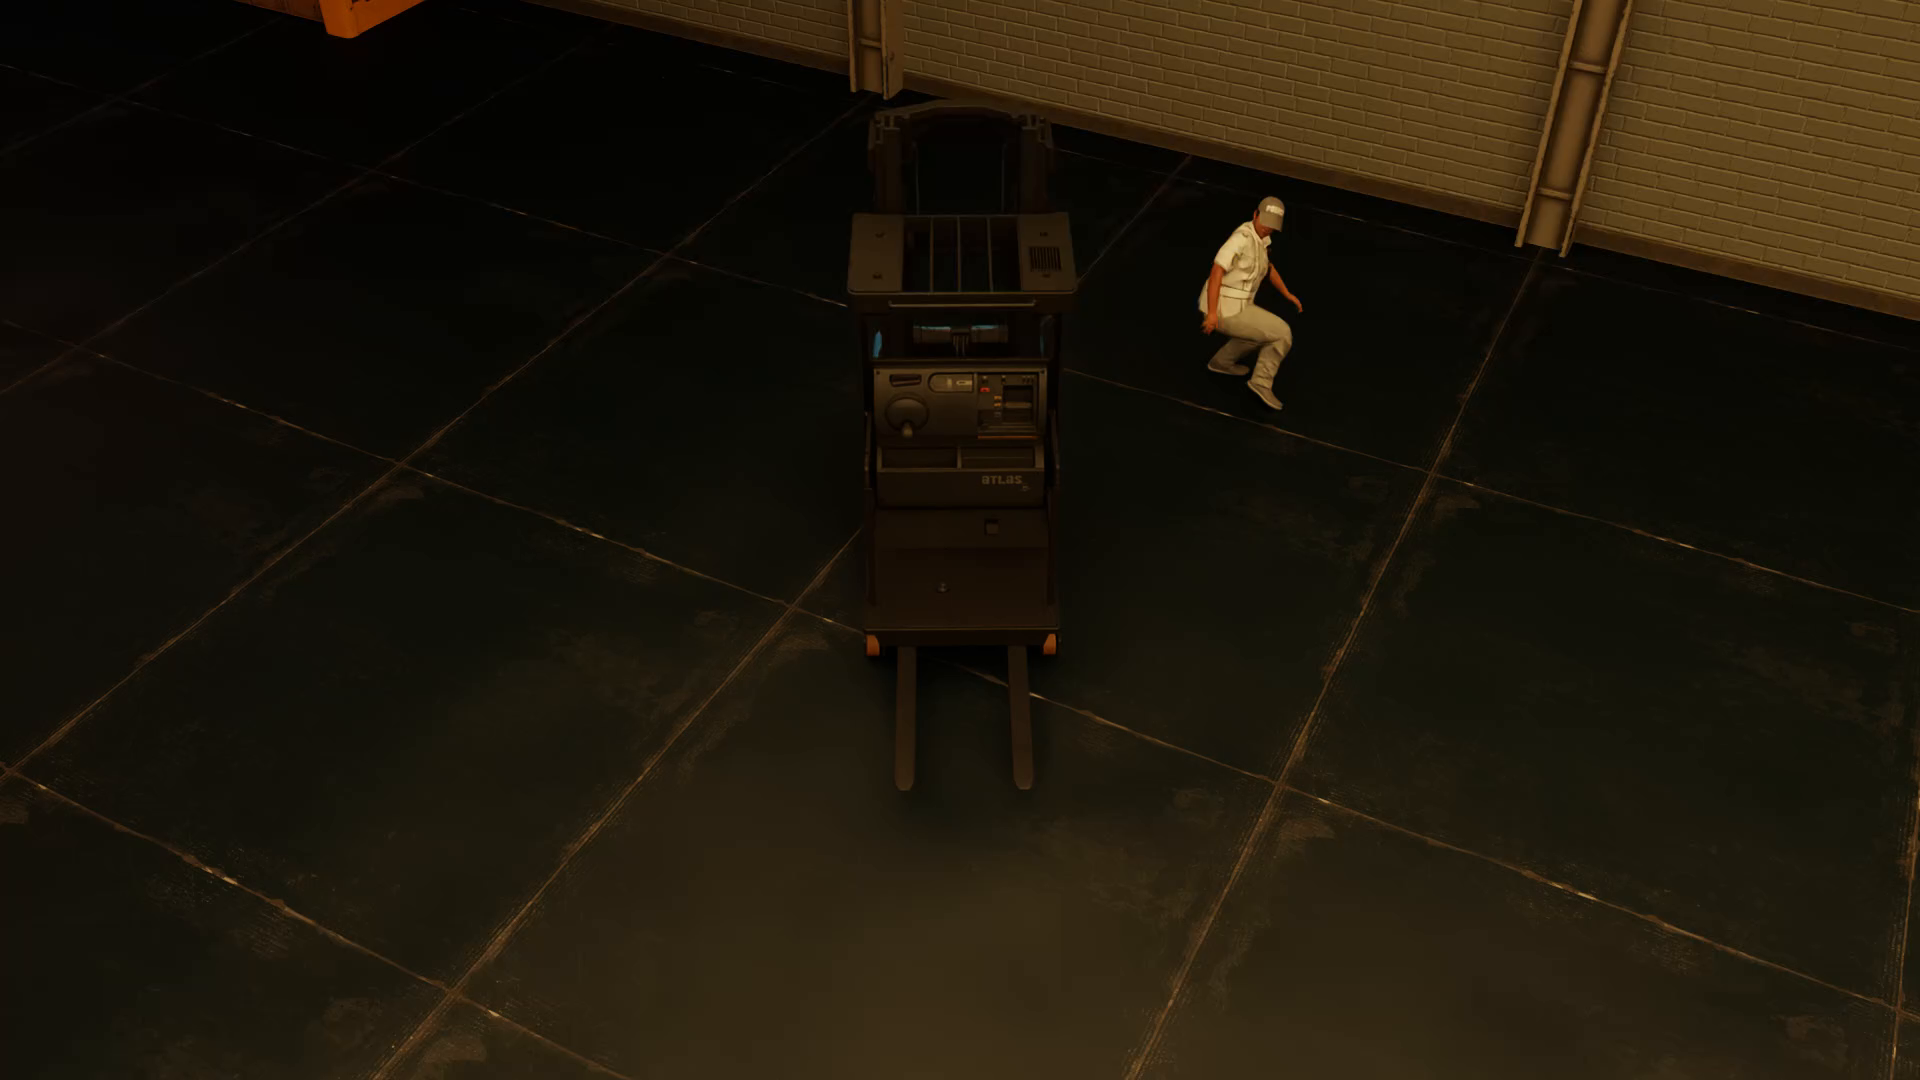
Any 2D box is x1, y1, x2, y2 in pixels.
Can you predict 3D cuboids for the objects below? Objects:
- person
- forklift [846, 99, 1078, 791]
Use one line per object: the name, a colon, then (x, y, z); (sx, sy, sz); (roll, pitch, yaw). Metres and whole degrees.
person: (1.930, -1.568, 11.032); (0.698, 1.454, 0.715); (7, 41, 9)
forklift: (0.007, -0.663, 8.774); (1.130, 2.935, 3.031); (0, 40, 0)
